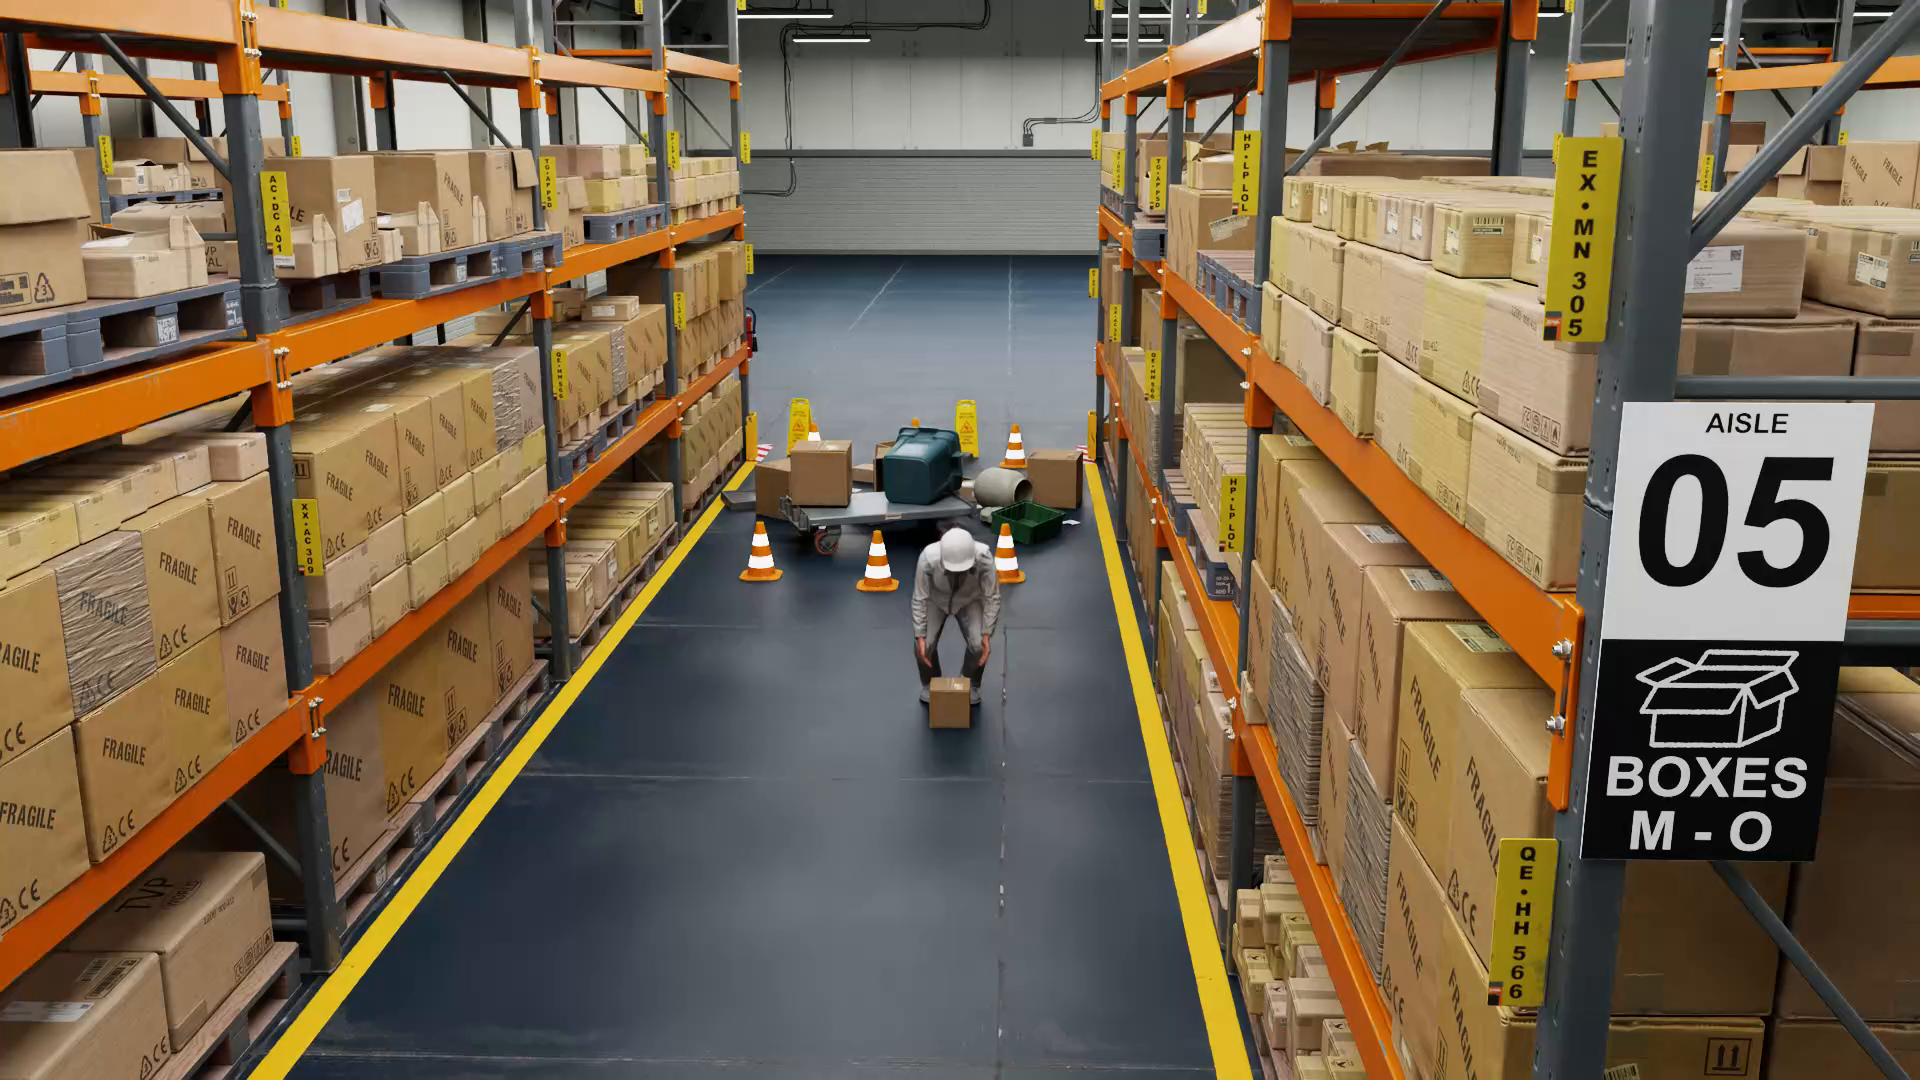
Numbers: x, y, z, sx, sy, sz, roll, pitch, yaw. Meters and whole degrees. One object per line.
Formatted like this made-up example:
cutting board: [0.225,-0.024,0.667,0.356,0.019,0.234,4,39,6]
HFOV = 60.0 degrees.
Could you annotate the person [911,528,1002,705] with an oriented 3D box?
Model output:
person: [-0.020,0.457,10.706,0.578,1.240,0.841,0,14,1]
